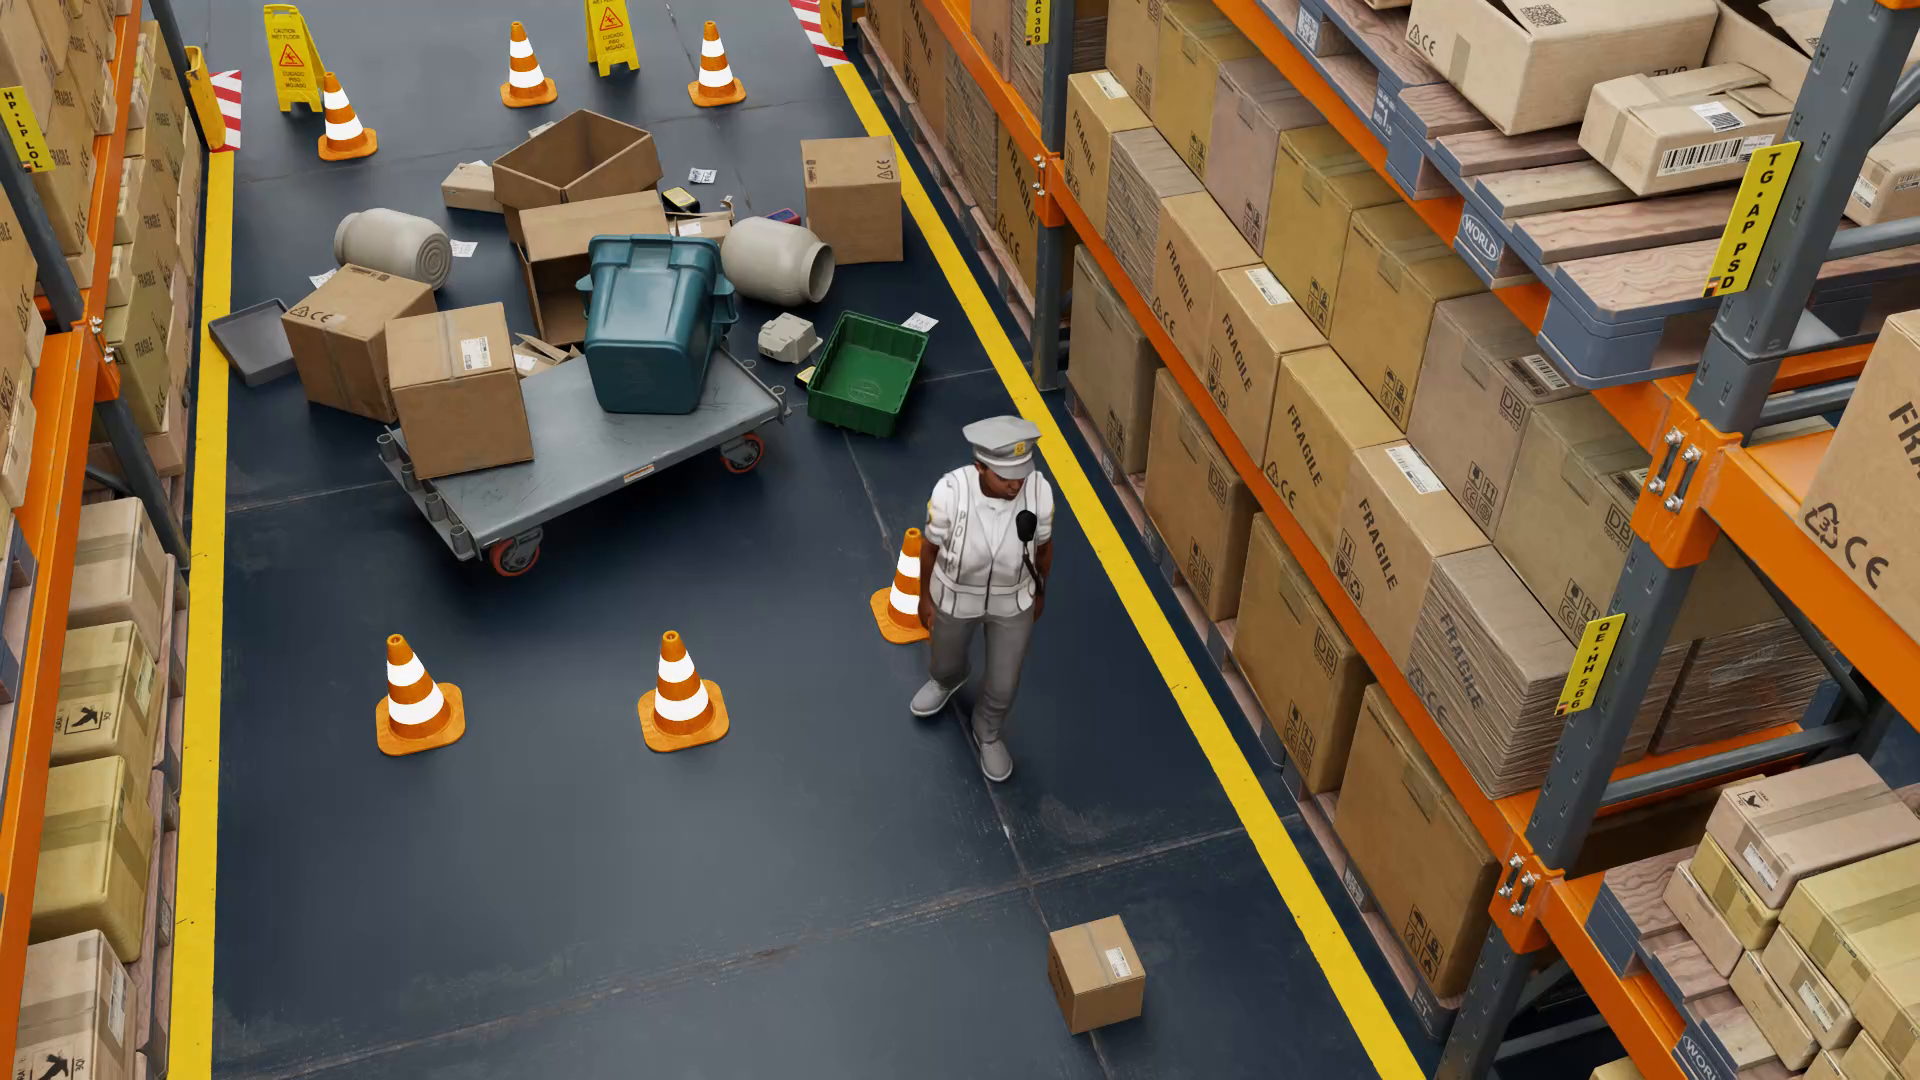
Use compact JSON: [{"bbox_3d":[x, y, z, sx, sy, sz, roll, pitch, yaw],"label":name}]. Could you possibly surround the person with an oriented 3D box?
[{"bbox_3d":[0.066,0.148,5.992,0.515,1.665,0.550,-2,43,-2],"label":"person"}]
